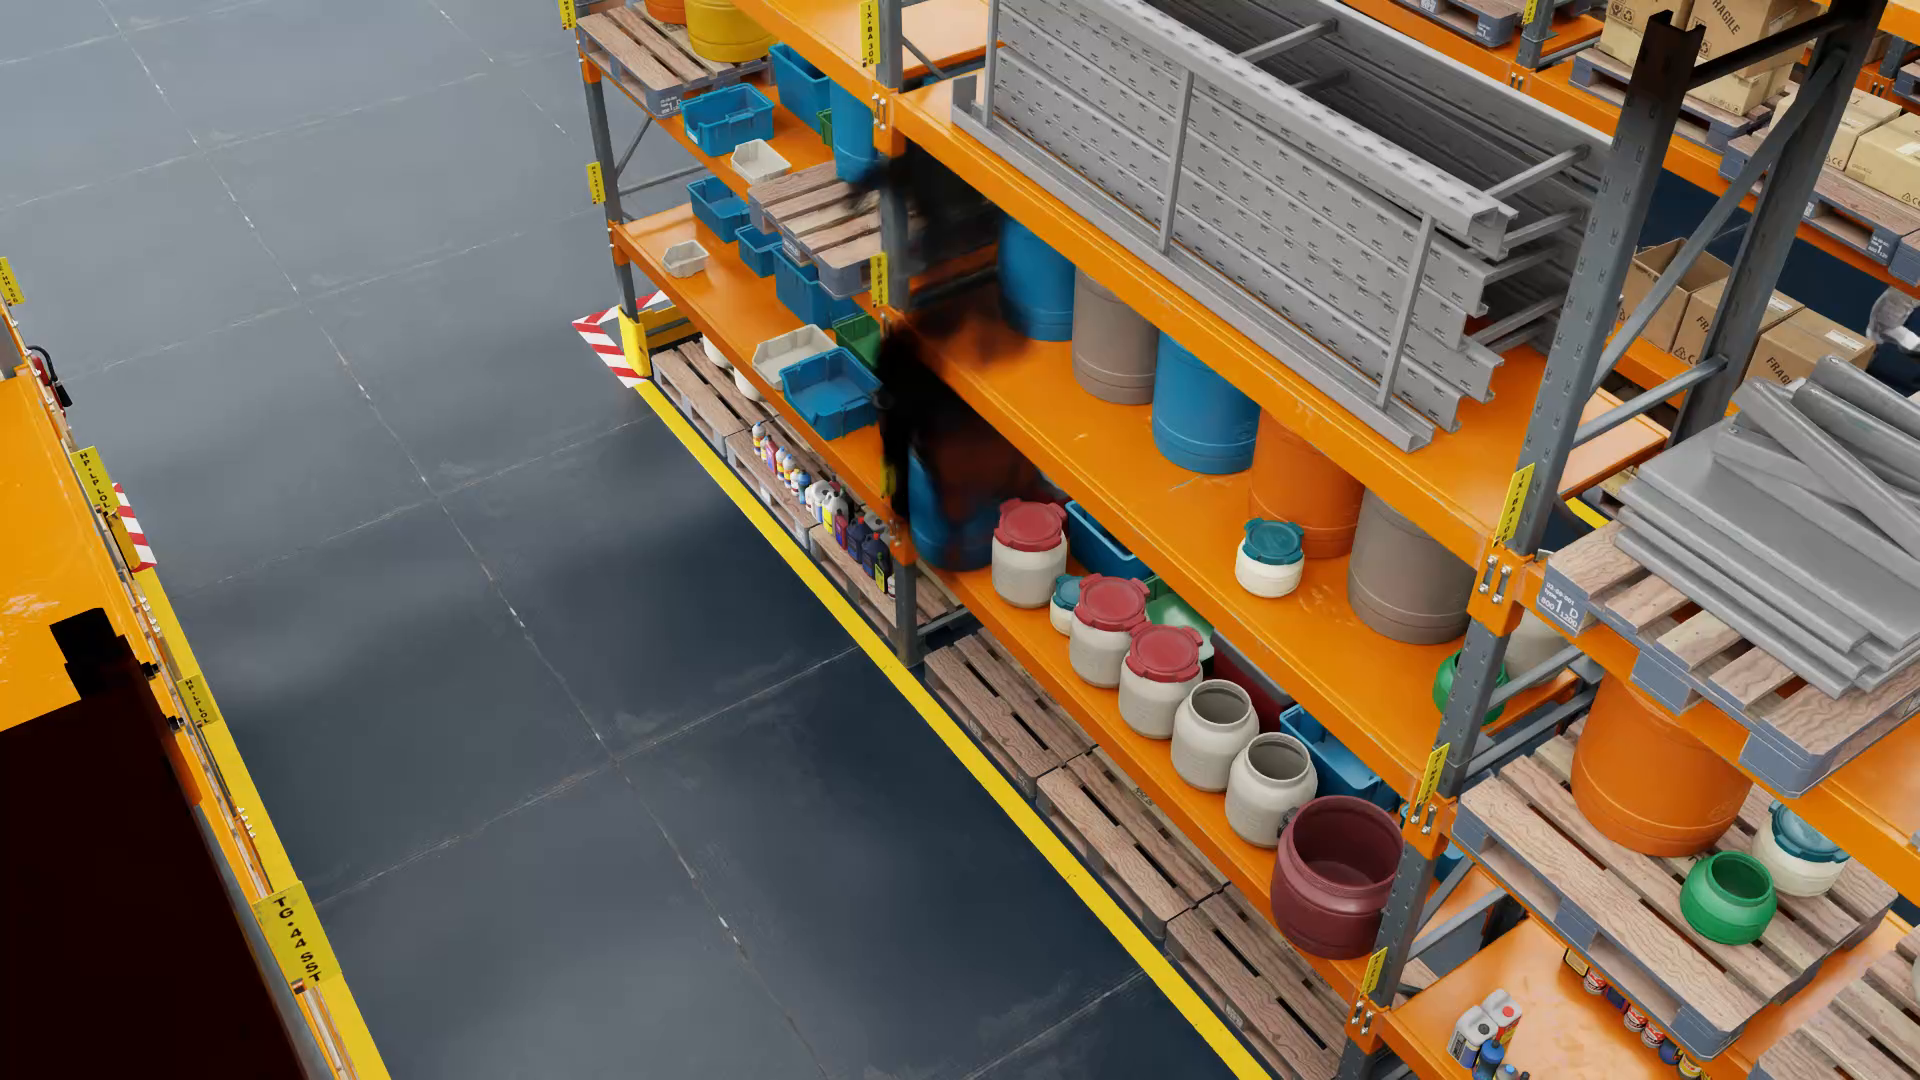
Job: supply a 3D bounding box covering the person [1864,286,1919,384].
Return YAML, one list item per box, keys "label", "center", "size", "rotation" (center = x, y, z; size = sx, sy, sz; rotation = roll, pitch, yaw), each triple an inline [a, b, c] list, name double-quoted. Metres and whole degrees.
- label: "person"
  center: [7.278, -1.912, 12.553]
  size: [0.656, 1.774, 0.845]
  rotation: [-29, 50, -27]
